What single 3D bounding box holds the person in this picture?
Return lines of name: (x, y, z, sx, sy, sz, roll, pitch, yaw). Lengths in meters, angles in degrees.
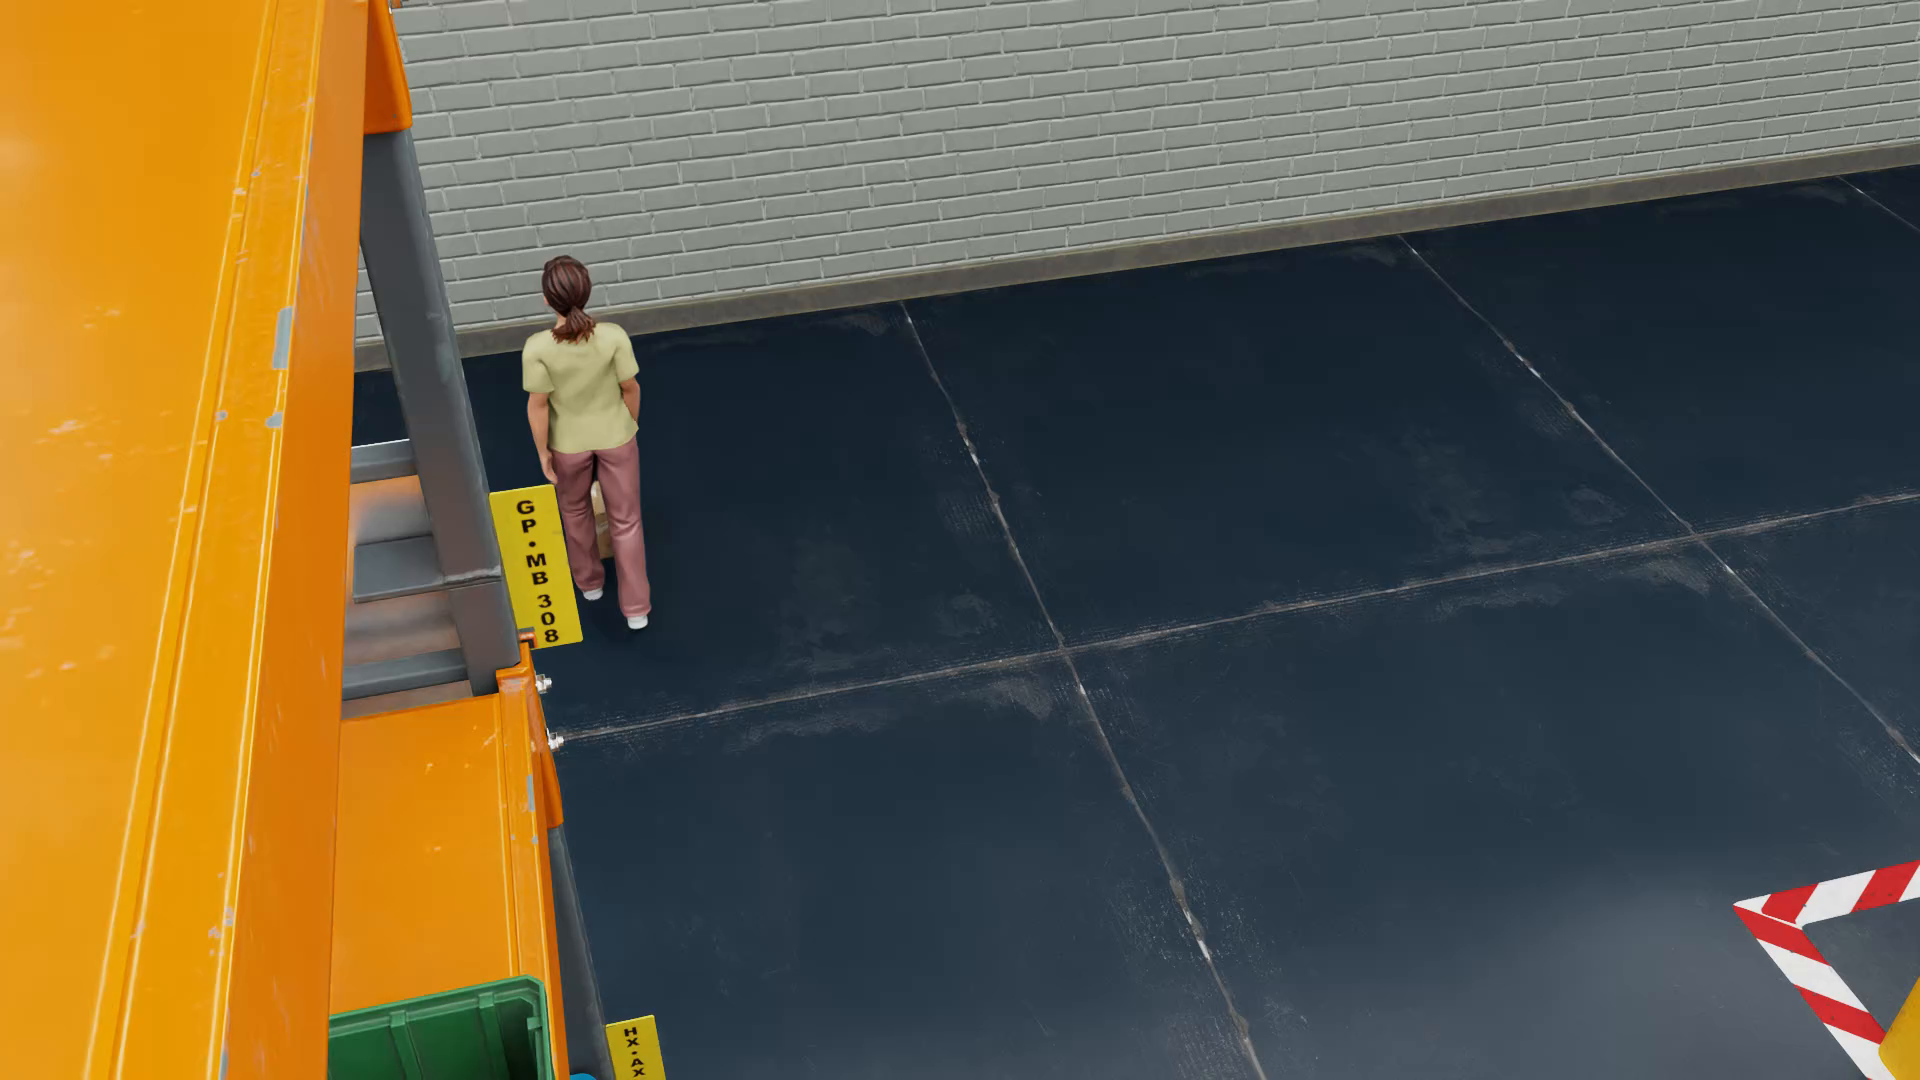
person: (-1.482, -0.419, 6.690, 0.447, 1.666, 0.554, -8, 39, -10)
